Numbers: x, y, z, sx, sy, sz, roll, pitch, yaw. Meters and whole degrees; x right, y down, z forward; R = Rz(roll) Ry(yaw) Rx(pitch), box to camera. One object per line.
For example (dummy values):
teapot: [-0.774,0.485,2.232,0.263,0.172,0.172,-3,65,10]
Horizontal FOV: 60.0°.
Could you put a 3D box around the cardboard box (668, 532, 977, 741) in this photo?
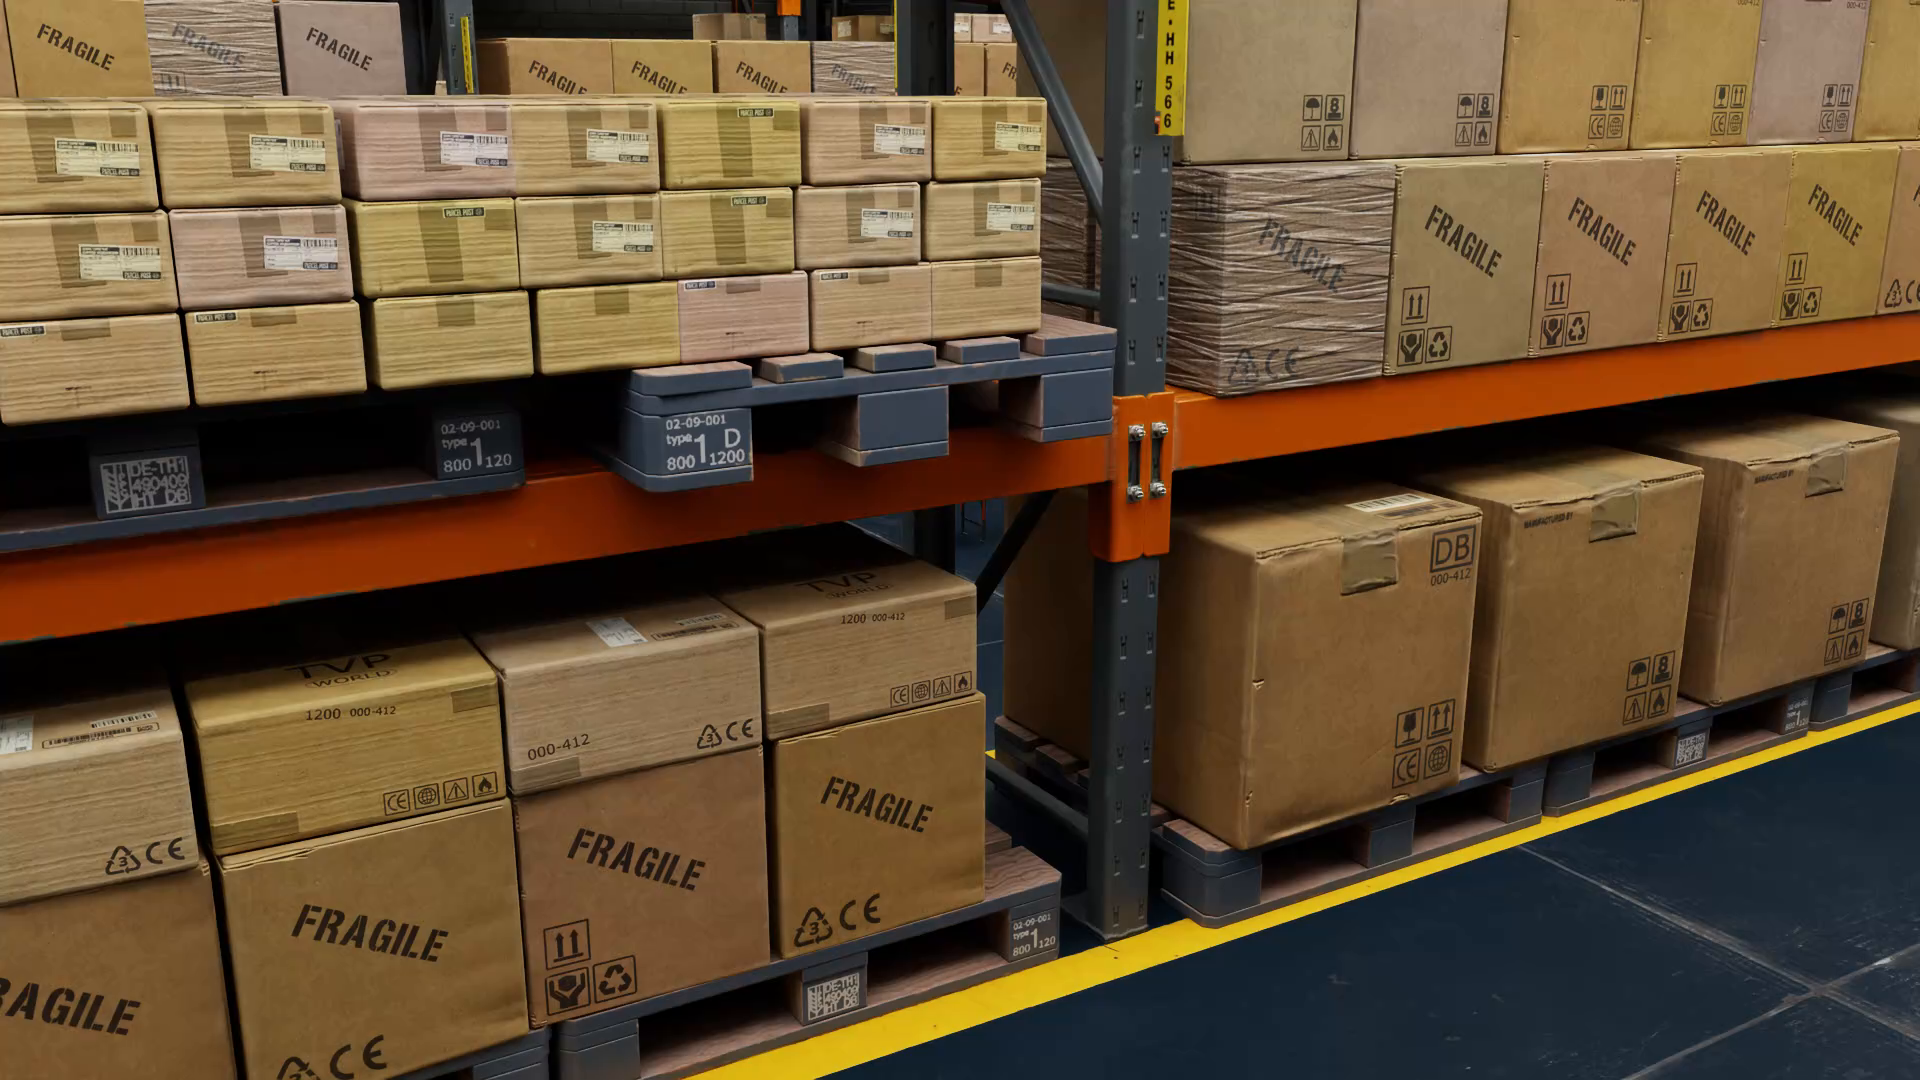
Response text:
cardboard box: [-0.306,0.193,3.628,0.500,0.250,0.500,-10,18,-31]

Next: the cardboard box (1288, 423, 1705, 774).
cardboard box: [1.461,0.092,4.915,0.750,0.750,1.050,-9,18,-29]

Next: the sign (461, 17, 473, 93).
sign: [-2.202,-2.164,7.427,0.005,0.325,0.100,-9,18,-30]

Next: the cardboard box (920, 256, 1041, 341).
cardboard box: [-0.041,-0.509,3.357,0.250,0.149,0.380,-9,18,-29]

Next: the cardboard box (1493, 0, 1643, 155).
cardboard box: [1.407,-1.335,4.578,0.500,0.500,0.700,-10,18,-31]

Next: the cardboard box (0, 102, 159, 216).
cardboard box: [-1.372,-0.581,2.512,0.250,0.149,0.380,-9,18,-28]

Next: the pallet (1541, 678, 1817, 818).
pallet: [1.905,0.479,5.310,1.213,0.211,1.003,-9,18,-30]

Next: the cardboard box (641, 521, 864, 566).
cardboard box: [-0.570,0.077,4.042,0.500,0.250,0.500,-10,19,-32]

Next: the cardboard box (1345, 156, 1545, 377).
cardboard box: [1.104,-0.723,4.245,0.500,0.500,0.500,-9,18,-30]

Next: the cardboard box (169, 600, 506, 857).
cardboard box: [-1.177,0.333,3.130,0.500,0.250,0.500,-9,18,-28]

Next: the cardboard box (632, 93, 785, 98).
cardboard box: [-0.579,-0.913,3.696,0.250,0.149,0.380,-10,18,-31]

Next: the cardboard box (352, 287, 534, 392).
cardboard box: [-0.920,-0.368,2.852,0.250,0.149,0.380,-10,19,-32]

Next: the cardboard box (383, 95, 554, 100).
cardboard box: [-1.019,-0.844,3.447,0.250,0.149,0.380,-10,19,-32]

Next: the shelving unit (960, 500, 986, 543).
shelving unit: [-0.046,-0.498,7.242,0.252,1.050,0.215,-9,18,-30]

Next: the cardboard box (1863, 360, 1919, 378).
cardboard box: [4.149,-0.410,6.472,0.875,0.875,0.875,-9,18,-29]

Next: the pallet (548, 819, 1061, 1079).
pallet: [-0.525,0.848,3.994,1.213,0.211,1.003,-9,18,-30]

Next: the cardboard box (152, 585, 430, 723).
cardboard box: [-1.436,0.213,3.555,0.500,0.250,0.500,-9,18,-29]

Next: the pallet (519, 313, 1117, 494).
pallet: [-0.411,-0.387,3.589,1.003,0.211,1.213,-9,18,-30]

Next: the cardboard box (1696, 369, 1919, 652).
cardboard box: [3.088,-0.171,5.853,0.750,0.750,1.050,-9,18,-30]

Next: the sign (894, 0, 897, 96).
sign: [-0.143,-1.289,4.304,0.005,0.325,0.100,-9,18,-30]

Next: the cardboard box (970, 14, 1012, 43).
cardboard box: [0.075,-2.781,9.057,0.250,0.149,0.380,-10,18,-31]

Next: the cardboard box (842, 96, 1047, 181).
cardboard box: [-0.039,-0.797,3.280,0.250,0.149,0.380,-10,19,-32]

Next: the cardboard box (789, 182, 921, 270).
cardboard box: [-0.271,-0.616,3.187,0.250,0.149,0.380,-8,18,-28]

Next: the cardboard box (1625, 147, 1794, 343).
cardboard box: [1.964,-0.861,4.740,0.500,0.500,0.500,-9,18,-30]

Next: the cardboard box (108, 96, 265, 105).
cardboard box: [-1.476,-0.768,3.179,0.250,0.149,0.380,-9,18,-28]

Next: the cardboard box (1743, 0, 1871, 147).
cardboard box: [2.278,-1.476,5.081,0.500,0.500,0.700,-9,18,-29]

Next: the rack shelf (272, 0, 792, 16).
rack shelf: [-3.336,-4.258,12.819,4.000,0.370,1.077,-9,18,-30]

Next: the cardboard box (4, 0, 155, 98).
cardboard box: [-3.664,-1.991,6.917,0.500,0.500,0.500,-9,18,-30]

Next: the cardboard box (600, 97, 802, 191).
cardboard box: [-0.480,-0.726,3.027,0.250,0.149,0.380,-9,18,-28]

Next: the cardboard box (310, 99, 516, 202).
cardboard box: [-0.916,-0.656,2.777,0.250,0.149,0.380,-9,18,-30]

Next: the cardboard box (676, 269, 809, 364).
cardboard box: [-0.475,-0.440,3.108,0.250,0.149,0.380,-9,18,-29]

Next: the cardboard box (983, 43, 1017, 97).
cardboard box: [0.236,-2.497,9.247,0.500,0.500,0.500,-9,18,-29]

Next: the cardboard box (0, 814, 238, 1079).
cardboard box: [-1.619,0.763,2.983,0.500,0.500,0.500,-9,18,-29]

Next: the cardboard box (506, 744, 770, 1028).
cardboard box: [-0.731,0.622,3.488,0.500,0.500,0.500,-8,18,-27]

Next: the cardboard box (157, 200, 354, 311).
cardboard box: [-1.148,-0.474,2.679,0.250,0.149,0.380,-9,18,-28]

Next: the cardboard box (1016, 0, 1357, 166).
cardboard box: [0.535,-1.193,4.070,0.500,0.500,0.700,-9,18,-30]

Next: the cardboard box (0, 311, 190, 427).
cardboard box: [-1.375,-0.294,2.588,0.250,0.149,0.380,-10,19,-32]

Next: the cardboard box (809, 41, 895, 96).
cardboard box: [-0.658,-2.354,8.736,0.500,0.500,0.500,-10,19,-32]

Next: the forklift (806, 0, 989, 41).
forklift: [-0.446,-2.965,12.557,1.130,2.935,3.031,6,17,21]

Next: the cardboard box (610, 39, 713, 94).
cardboard box: [-1.543,-2.211,8.226,0.500,0.500,0.500,-8,18,-27]

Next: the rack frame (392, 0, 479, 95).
rack frame: [-2.490,-1.734,8.040,0.127,3.000,1.000,-9,18,-30]

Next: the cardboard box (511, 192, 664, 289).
cardboard box: [-0.710,-0.544,2.930,0.250,0.149,0.380,-9,18,-30]

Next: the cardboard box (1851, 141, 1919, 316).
cardboard box: [2.831,-1.003,5.244,0.500,0.500,0.500,-9,18,-30]

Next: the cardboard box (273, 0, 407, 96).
cardboard box: [-2.799,-2.132,7.419,0.500,0.500,0.500,-10,18,-31]

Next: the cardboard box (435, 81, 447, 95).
cardboard box: [-3.972,-3.337,12.371,0.250,0.149,0.380,-9,18,-29]

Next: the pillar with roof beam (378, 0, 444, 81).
pillar with roof beam: [-2.180,-5.165,9.162,0.400,9.000,9.100,-9,18,-30]

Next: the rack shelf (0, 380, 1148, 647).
rack shelf: [-1.569,0.021,3.109,4.000,0.370,1.077,-9,18,-30]

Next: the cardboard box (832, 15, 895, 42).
cardboard box: [-0.525,-2.838,9.260,0.250,0.149,0.380,-8,18,-27]

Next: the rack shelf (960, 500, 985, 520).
rack shelf: [-0.046,-0.220,7.319,0.240,0.259,0.215,-9,18,-30]
